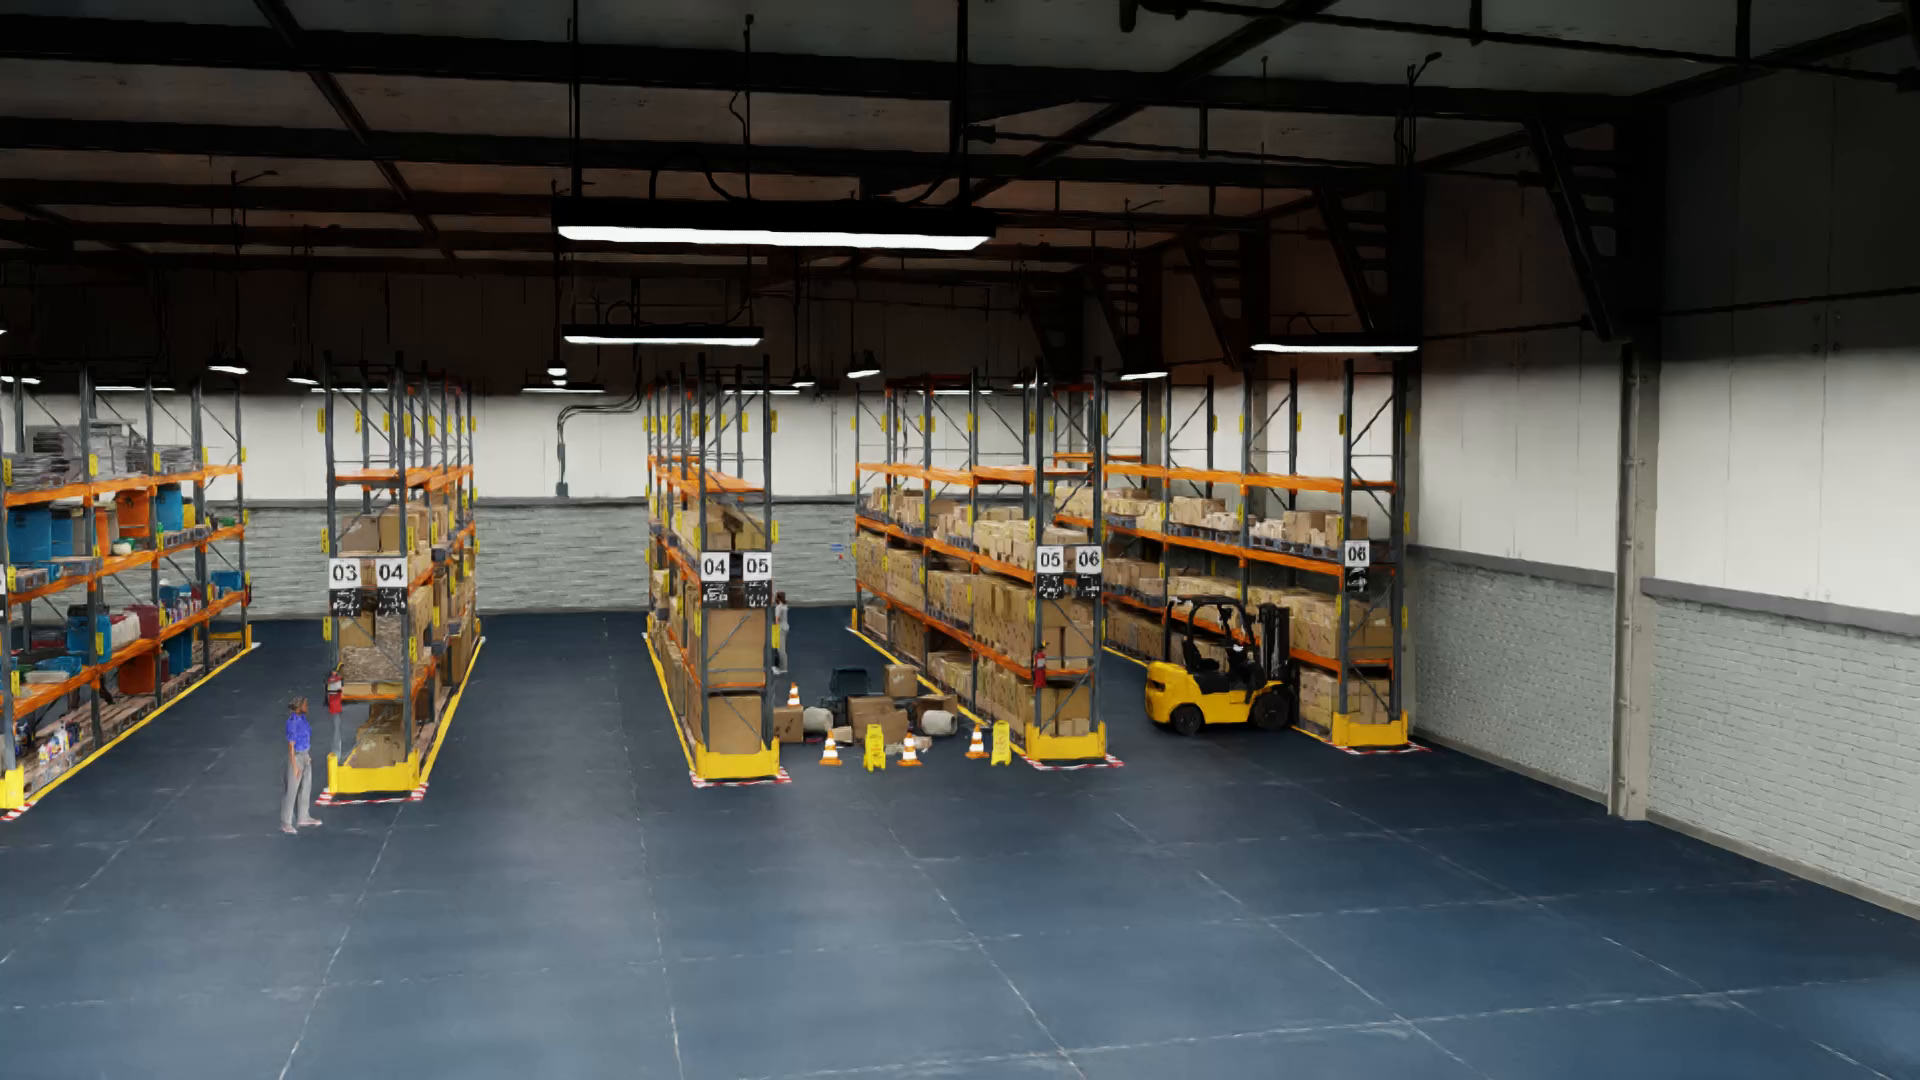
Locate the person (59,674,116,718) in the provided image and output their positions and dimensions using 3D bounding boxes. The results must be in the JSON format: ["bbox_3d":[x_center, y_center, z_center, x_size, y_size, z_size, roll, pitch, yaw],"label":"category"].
[{"bbox_3d":[-14.776,2.166,28.168,0.574,1.683,0.965,1,4,9],"label":"person"}]

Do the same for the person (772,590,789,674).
[{"bbox_3d":[-3.648,1.830,33.403,0.477,1.675,0.487,1,4,17],"label":"person"}]

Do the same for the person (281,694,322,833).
[{"bbox_3d":[-8.166,2.733,20.523,0.386,1.665,0.564,0,4,0],"label":"person"}]

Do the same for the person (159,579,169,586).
[{"bbox_3d":[-16.966,1.671,35.508,0.571,1.706,1.043,0,4,-4],"label":"person"}]
